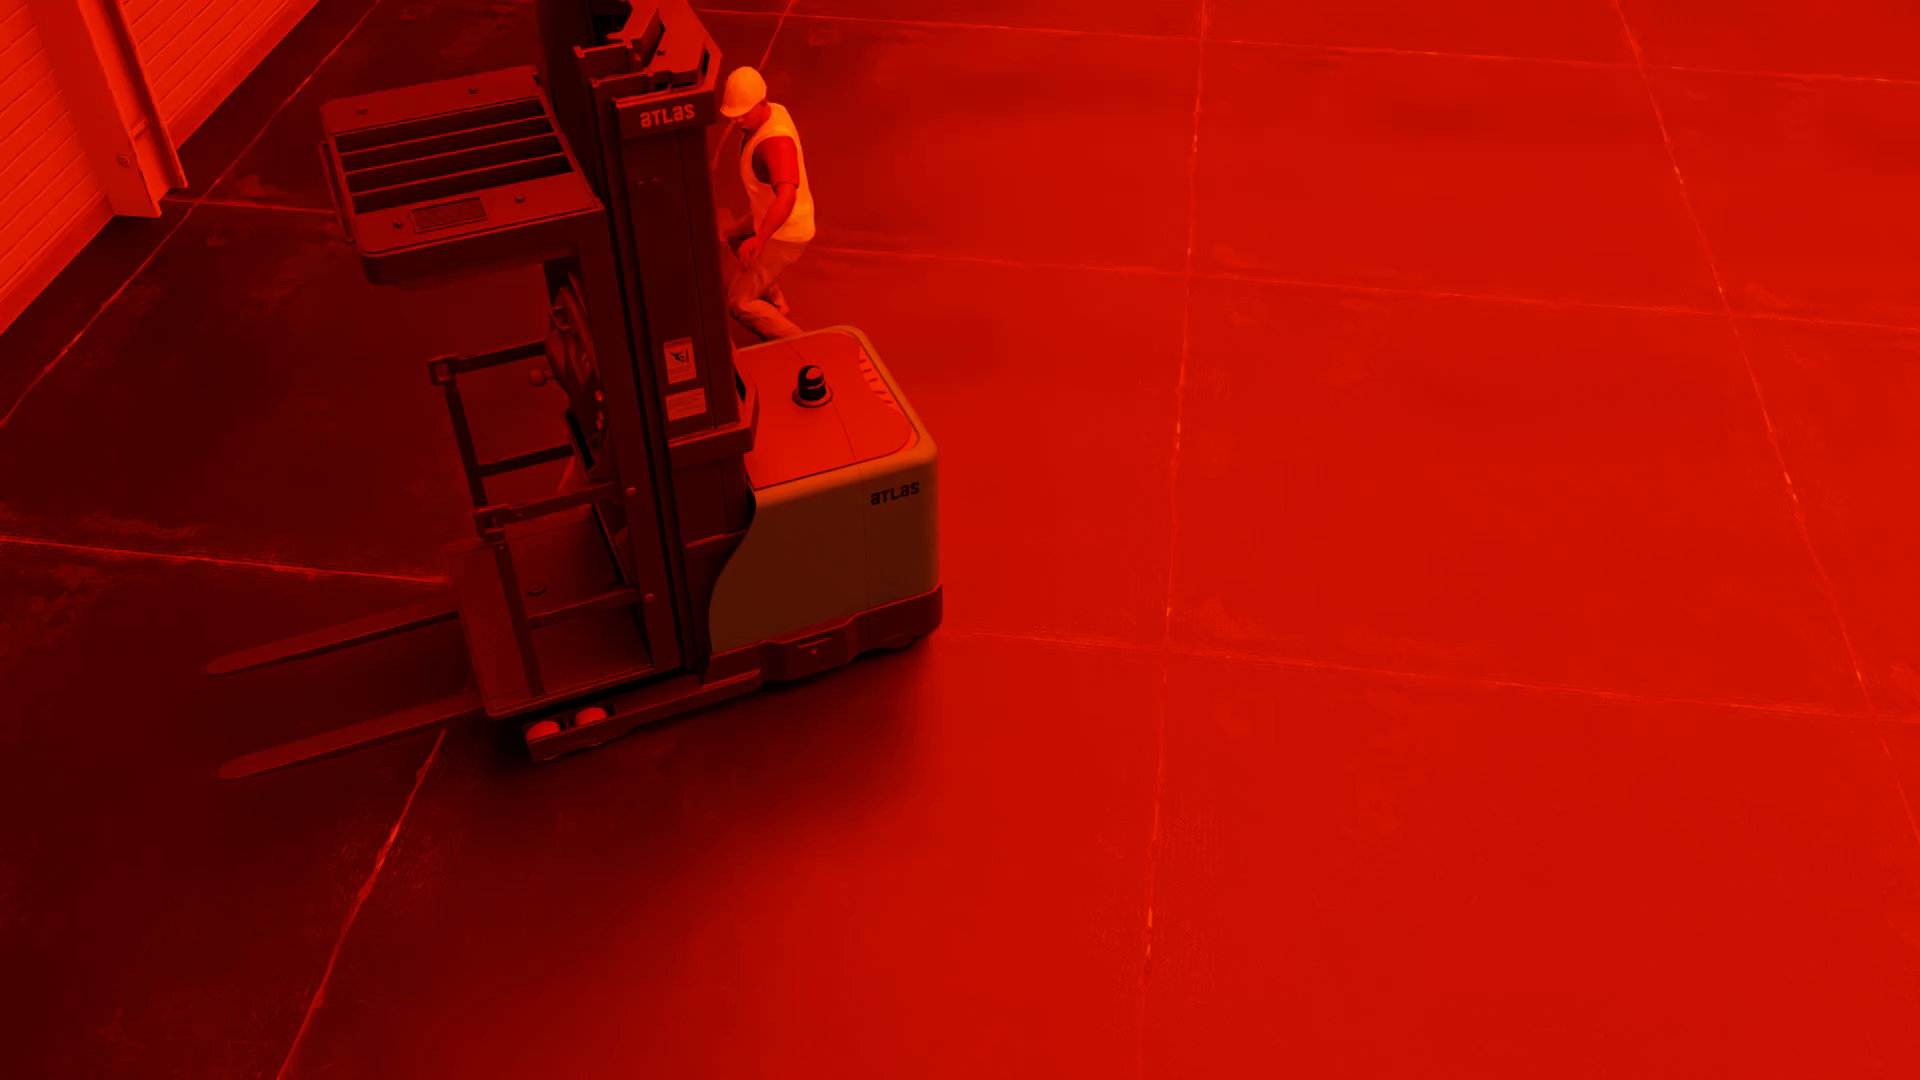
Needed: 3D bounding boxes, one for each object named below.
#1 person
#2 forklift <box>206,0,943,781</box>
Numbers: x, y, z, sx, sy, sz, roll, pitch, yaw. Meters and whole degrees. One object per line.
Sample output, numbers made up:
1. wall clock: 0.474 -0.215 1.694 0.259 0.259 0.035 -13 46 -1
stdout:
1. person: -0.984 -1.681 8.576 0.517 1.653 1.214 -2 43 -2
2. forklift: -1.644 -0.575 6.350 3.031 2.935 1.130 -16 45 -17
